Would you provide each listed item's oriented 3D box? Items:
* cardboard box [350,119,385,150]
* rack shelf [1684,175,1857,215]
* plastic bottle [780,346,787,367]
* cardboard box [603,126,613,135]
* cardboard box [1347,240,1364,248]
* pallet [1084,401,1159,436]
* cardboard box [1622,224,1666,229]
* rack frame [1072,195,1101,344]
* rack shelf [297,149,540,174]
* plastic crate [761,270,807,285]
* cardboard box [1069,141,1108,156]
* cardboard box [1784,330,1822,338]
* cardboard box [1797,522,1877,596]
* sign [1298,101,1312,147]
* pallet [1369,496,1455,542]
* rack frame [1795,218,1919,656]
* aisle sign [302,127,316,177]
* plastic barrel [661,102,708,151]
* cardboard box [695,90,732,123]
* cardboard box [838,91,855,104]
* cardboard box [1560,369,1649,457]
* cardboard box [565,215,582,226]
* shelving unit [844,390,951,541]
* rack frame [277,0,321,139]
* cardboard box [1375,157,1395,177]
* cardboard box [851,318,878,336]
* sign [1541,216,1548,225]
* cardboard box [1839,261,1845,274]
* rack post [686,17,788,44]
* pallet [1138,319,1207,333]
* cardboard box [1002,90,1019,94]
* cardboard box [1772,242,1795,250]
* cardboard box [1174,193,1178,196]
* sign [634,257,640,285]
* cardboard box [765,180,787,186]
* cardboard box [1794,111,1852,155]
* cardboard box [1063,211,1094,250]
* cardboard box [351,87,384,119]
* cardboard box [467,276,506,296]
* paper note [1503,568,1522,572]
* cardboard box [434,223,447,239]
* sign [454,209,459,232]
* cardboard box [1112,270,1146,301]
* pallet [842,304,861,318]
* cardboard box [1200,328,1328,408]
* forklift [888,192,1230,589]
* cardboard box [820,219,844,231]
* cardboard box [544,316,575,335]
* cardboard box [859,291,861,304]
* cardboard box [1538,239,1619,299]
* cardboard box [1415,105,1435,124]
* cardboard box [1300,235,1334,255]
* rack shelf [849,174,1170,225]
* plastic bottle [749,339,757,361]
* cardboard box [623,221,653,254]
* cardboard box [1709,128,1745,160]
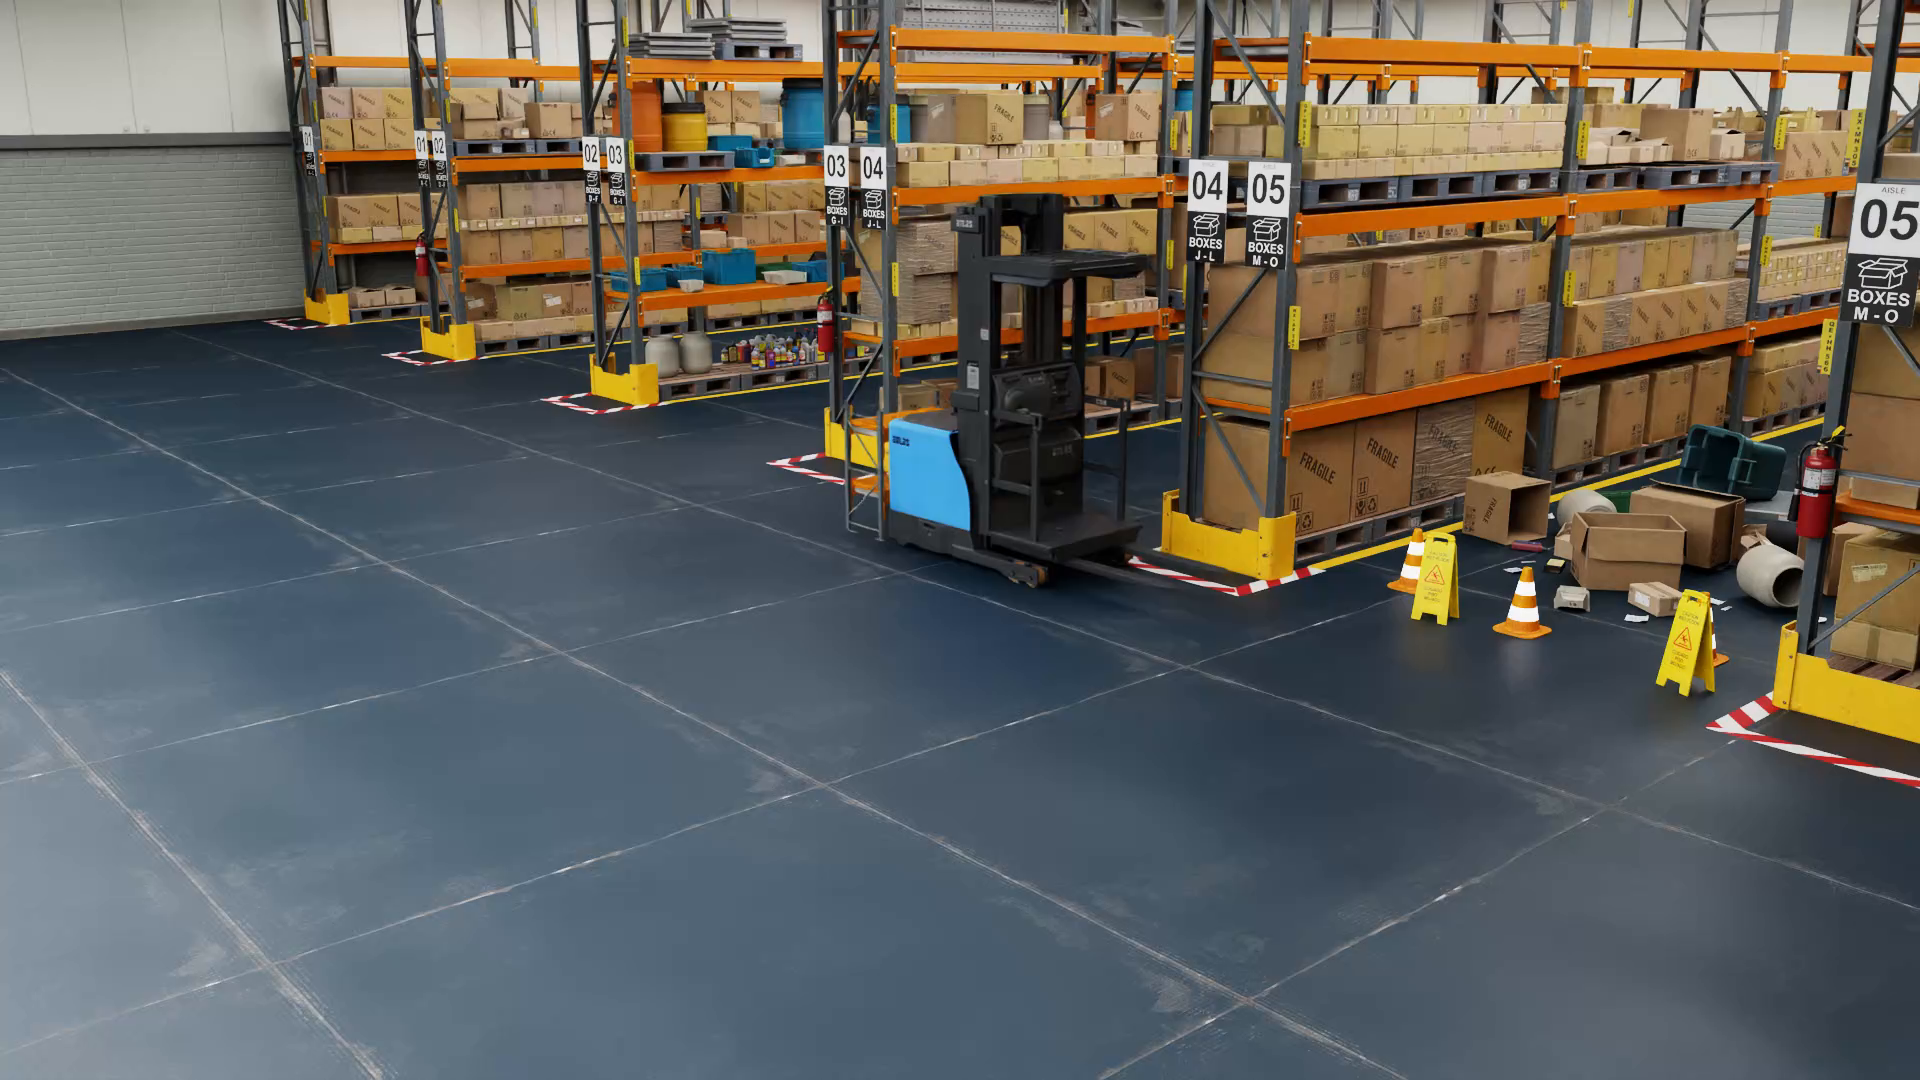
[{"bbox_3d":[-9.905,-6.744,27.642,0.500,0.500,0.500,-11,19,-36],"label":"cardboard box"},{"bbox_3d":[9.728,-4.065,19.238,4.000,0.370,1.077,-13,19,-39],"label":"rack shelf"},{"bbox_3d":[-2.340,-2.432,21.978,0.097,0.271,0.097,0,15,0],"label":"plastic bottle"},{"bbox_3d":[-5.208,-6.200,25.237,0.250,0.149,0.380,-13,19,-39],"label":"cardboard box"},{"bbox_3d":[5.249,-3.788,22.424,0.500,0.500,0.500,-12,19,-38],"label":"cardboard box"},{"bbox_3d":[1.539,-1.462,19.314,1.213,0.211,1.003,-13,19,-39],"label":"pallet"},{"bbox_3d":[10.883,-4.900,26.497,0.500,0.250,0.500,-13,20,-40],"label":"cardboard box"},{"bbox_3d":[1.788,-4.572,25.553,0.127,3.000,1.000,-13,19,-39],"label":"rack frame"},{"bbox_3d":[-9.241,-6.586,28.674,4.000,0.370,1.077,-13,19,-39],"label":"rack shelf"},{"bbox_3d":[-2.288,-3.442,21.836,0.437,0.136,0.530,-13,19,-39],"label":"plastic crate"},{"bbox_3d":[1.381,-4.249,18.051,0.250,0.149,0.380,-13,20,-41],"label":"cardboard box"},{"bbox_3d":[10.055,-2.308,19.654,0.500,0.250,0.500,-14,20,-42],"label":"cardboard box"},{"bbox_3d":[6.826,0.122,12.818,0.500,0.500,0.500,0,15,-1],"label":"cardboard box"},{"bbox_3d":[2.544,-3.070,12.272,0.005,0.325,0.100,-13,19,-39],"label":"sign"},{"bbox_3d":[3.656,-0.279,14.884,1.213,0.211,1.003,-13,19,-39],"label":"pallet"},{"bbox_3d":[5.510,-0.323,9.647,0.127,3.000,1.000,-13,19,-39],"label":"rack frame"},{"bbox_3d":[-10.607,-6.331,27.100,0.004,0.787,0.394,-13,19,-39],"label":"aisle sign"},{"bbox_3d":[-3.470,-5.177,20.829,0.600,0.588,0.600,0,15,0],"label":"plastic barrel"},{"bbox_3d":[-3.987,-6.898,26.472,0.500,0.500,0.500,-12,19,-39],"label":"cardboard box"},{"bbox_3d":[-2.447,-9.127,34.294,0.500,0.250,0.500,-11,18,-35],"label":"cardboard box"},{"bbox_3d":[6.341,-1.348,17.031,0.750,0.750,1.050,-13,19,-39],"label":"cardboard box"},{"bbox_3d":[-5.898,-4.828,25.061,0.250,0.149,0.380,-12,19,-39],"label":"cardboard box"},{"bbox_3d":[-0.439,-0.669,14.576,1.048,1.125,0.538,-13,20,-40],"label":"shelving unit"},{"bbox_3d":[-10.750,-8.044,26.925,0.127,3.000,1.000,-13,19,-39],"label":"rack frame"},{"bbox_3d":[3.225,-2.973,13.234,0.250,0.149,0.380,-12,19,-39],"label":"cardboard box"},{"bbox_3d":[-0.916,-2.219,17.233,0.250,0.149,0.380,-13,19,-39],"label":"cardboard box"},{"bbox_3d":[8.421,-4.702,23.951,0.005,0.325,0.100,-13,19,-39],"label":"sign"},{"bbox_3d":[10.279,-3.244,19.680,0.250,0.149,0.380,-14,20,-42],"label":"cardboard box"},{"bbox_3d":[-2.806,-6.413,20.966,0.954,0.300,0.937,-13,20,-40],"label":"rack post"},{"bbox_3d":[3.276,-3.572,27.213,1.213,0.211,1.003,-13,19,-39],"label":"pallet"},{"bbox_3d":[0.947,-9.669,36.652,0.500,0.500,0.500,-13,20,-40],"label":"cardboard box"},{"bbox_3d":[9.854,-3.517,20.126,0.250,0.149,0.380,-13,20,-40],"label":"cardboard box"},{"bbox_3d":[4.026,-6.723,33.412,0.500,0.500,0.500,-12,19,-39],"label":"cardboard box"},{"bbox_3d":[-3.889,-3.242,20.040,0.005,0.325,0.100,-13,19,-39],"label":"sign"},{"bbox_3d":[-3.798,-7.182,33.064,0.500,0.250,0.500,-13,20,-40],"label":"cardboard box"},{"bbox_3d":[9.985,-4.768,19.462,0.637,0.503,0.797,-13,20,-40],"label":"cardboard box"},{"bbox_3d":[1.109,-3.306,18.105,0.500,0.500,0.500,-13,19,-39],"label":"cardboard box"},{"bbox_3d":[-9.888,-7.229,27.517,0.500,0.500,0.500,-13,20,-40],"label":"cardboard box"},{"bbox_3d":[-8.489,-4.644,29.815,0.500,0.500,0.500,14,21,43],"label":"cardboard box"},{"bbox_3d":[4.450,0.238,13.304,0.142,0.017,0.144,-6,16,-20],"label":"paper note"},{"bbox_3d":[-9.020,-5.364,28.772,0.500,0.250,0.500,-12,19,-39],"label":"cardboard box"},{"bbox_3d":[-7.136,-4.529,23.561,0.005,0.325,0.100,-13,19,-39],"label":"sign"},{"bbox_3d":[1.642,-3.058,19.115,0.500,0.500,0.875,-13,19,-39],"label":"cardboard box"},{"bbox_3d":[-2.107,-4.058,29.031,1.213,0.211,1.003,-13,19,-39],"label":"pallet"},{"bbox_3d":[2.435,-1.414,13.439,0.550,0.550,0.875,-13,19,-39],"label":"cardboard box"},{"bbox_3d":[0.760,-1.194,13.041,1.130,2.935,3.031,-13,20,-41],"label":"forklift"},{"bbox_3d":[-2.262,-5.380,28.751,0.500,0.311,0.500,-13,20,-40],"label":"cardboard box"},{"bbox_3d":[-6.193,-3.273,25.207,0.500,0.250,0.500,-13,19,-39],"label":"cardboard box"},{"bbox_3d":[-1.697,-4.274,28.954,0.500,0.250,0.500,-12,19,-38],"label":"cardboard box"},{"bbox_3d":[5.959,-2.651,16.232,0.500,0.500,0.700,-13,20,-40],"label":"cardboard box"},{"bbox_3d":[3.605,-3.443,13.451,0.250,0.149,0.380,-13,20,-40],"label":"cardboard box"},{"bbox_3d":[4.303,-3.645,21.077,0.500,0.500,0.700,-9,18,-31],"label":"cardboard box"},{"bbox_3d":[0.513,-3.693,17.843,4.000,0.370,1.077,-13,19,-39],"label":"rack shelf"},{"bbox_3d":[-2.836,-2.570,22.486,0.135,0.276,0.152,-13,20,-41],"label":"plastic bottle"},{"bbox_3d":[-5.202,-4.740,25.990,0.500,0.500,0.700,-13,20,-40],"label":"cardboard box"},{"bbox_3d":[7.628,-4.047,16.940,0.500,0.311,0.500,-13,19,-39],"label":"cardboard box"}]
